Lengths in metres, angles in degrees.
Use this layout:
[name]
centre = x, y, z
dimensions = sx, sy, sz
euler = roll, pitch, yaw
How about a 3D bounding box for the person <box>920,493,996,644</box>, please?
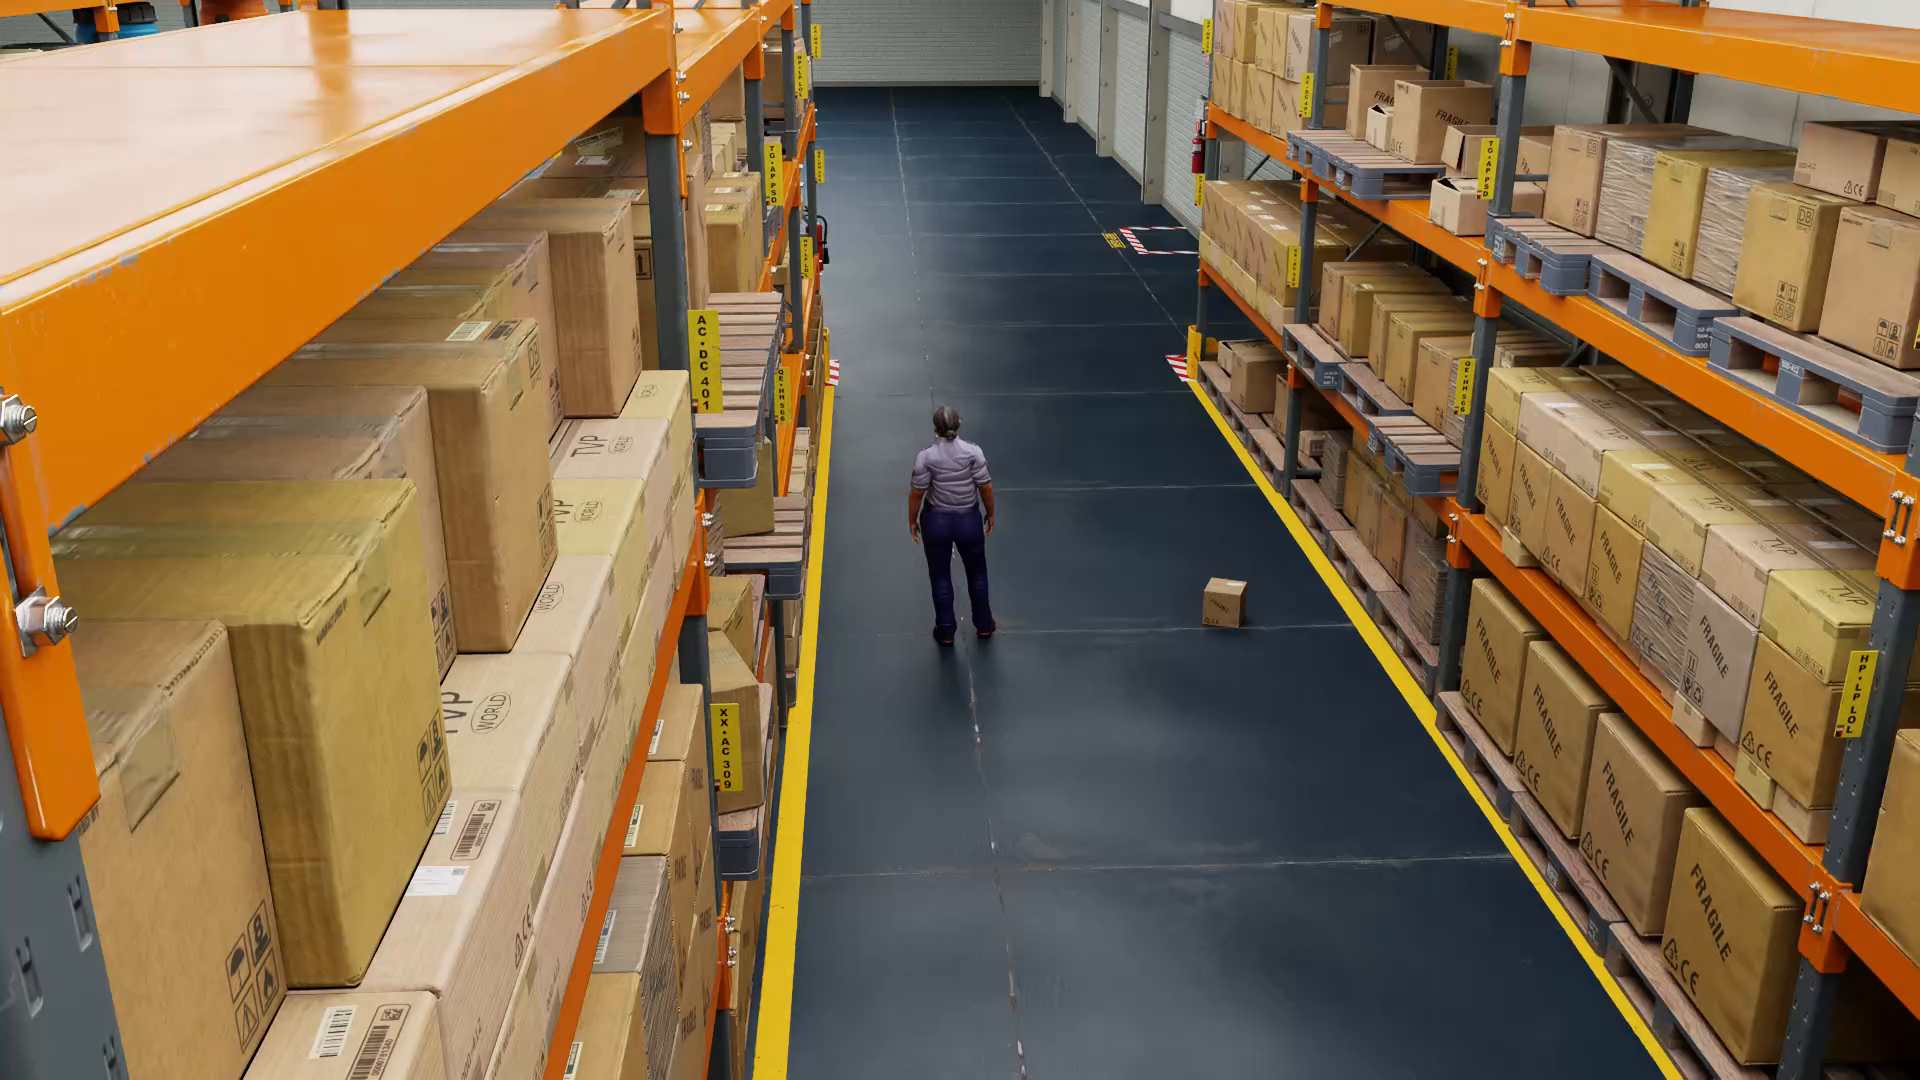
[person]
centre = -0.006, 0.162, 11.018
dimensions = 0.524, 1.034, 0.478
euler = -1, 21, -4
